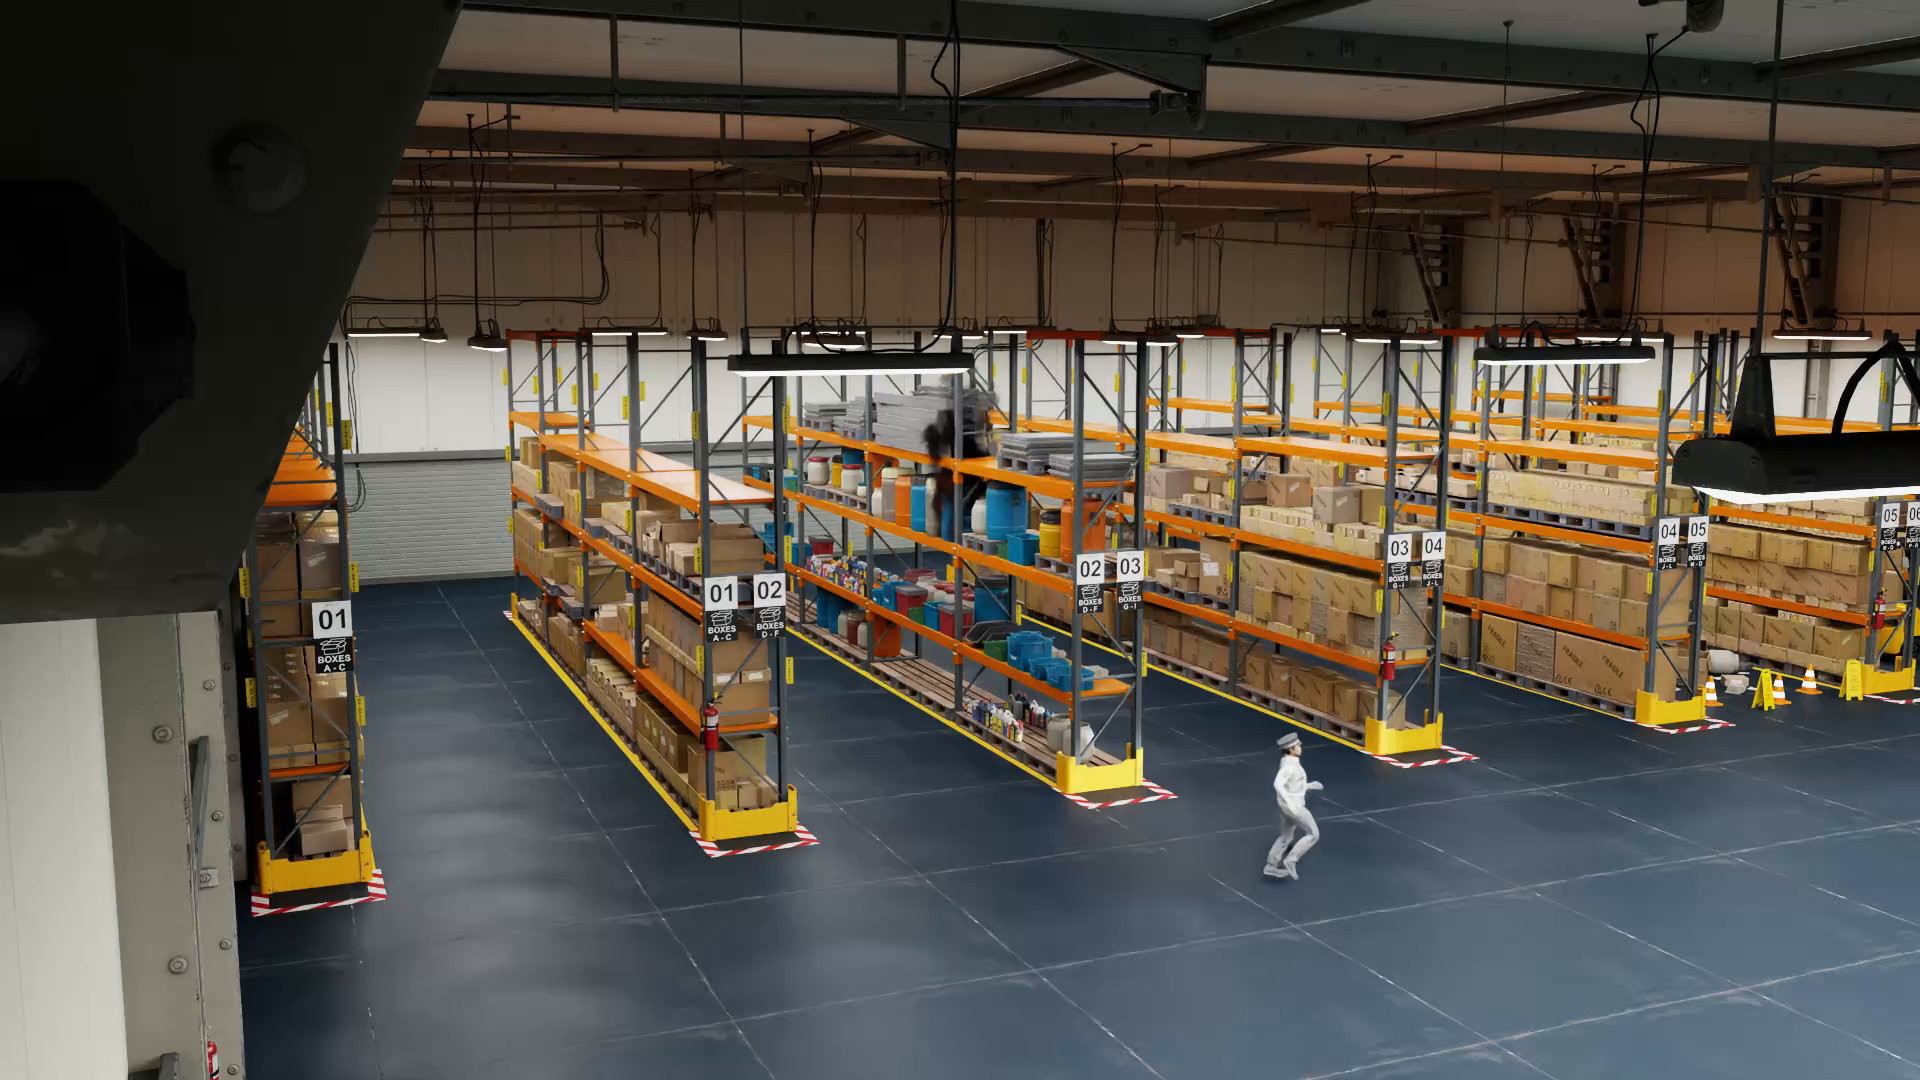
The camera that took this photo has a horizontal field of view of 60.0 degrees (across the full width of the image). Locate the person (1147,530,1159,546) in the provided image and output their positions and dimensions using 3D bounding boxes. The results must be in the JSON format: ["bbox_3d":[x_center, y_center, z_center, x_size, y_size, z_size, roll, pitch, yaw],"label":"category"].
[{"bbox_3d":[4.835,-0.206,41.934,0.867,1.718,0.702,1,8,6],"label":"person"}]

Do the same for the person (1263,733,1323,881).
[{"bbox_3d":[3.741,2.977,18.587,0.642,1.667,0.583,0,8,-2],"label":"person"}]
